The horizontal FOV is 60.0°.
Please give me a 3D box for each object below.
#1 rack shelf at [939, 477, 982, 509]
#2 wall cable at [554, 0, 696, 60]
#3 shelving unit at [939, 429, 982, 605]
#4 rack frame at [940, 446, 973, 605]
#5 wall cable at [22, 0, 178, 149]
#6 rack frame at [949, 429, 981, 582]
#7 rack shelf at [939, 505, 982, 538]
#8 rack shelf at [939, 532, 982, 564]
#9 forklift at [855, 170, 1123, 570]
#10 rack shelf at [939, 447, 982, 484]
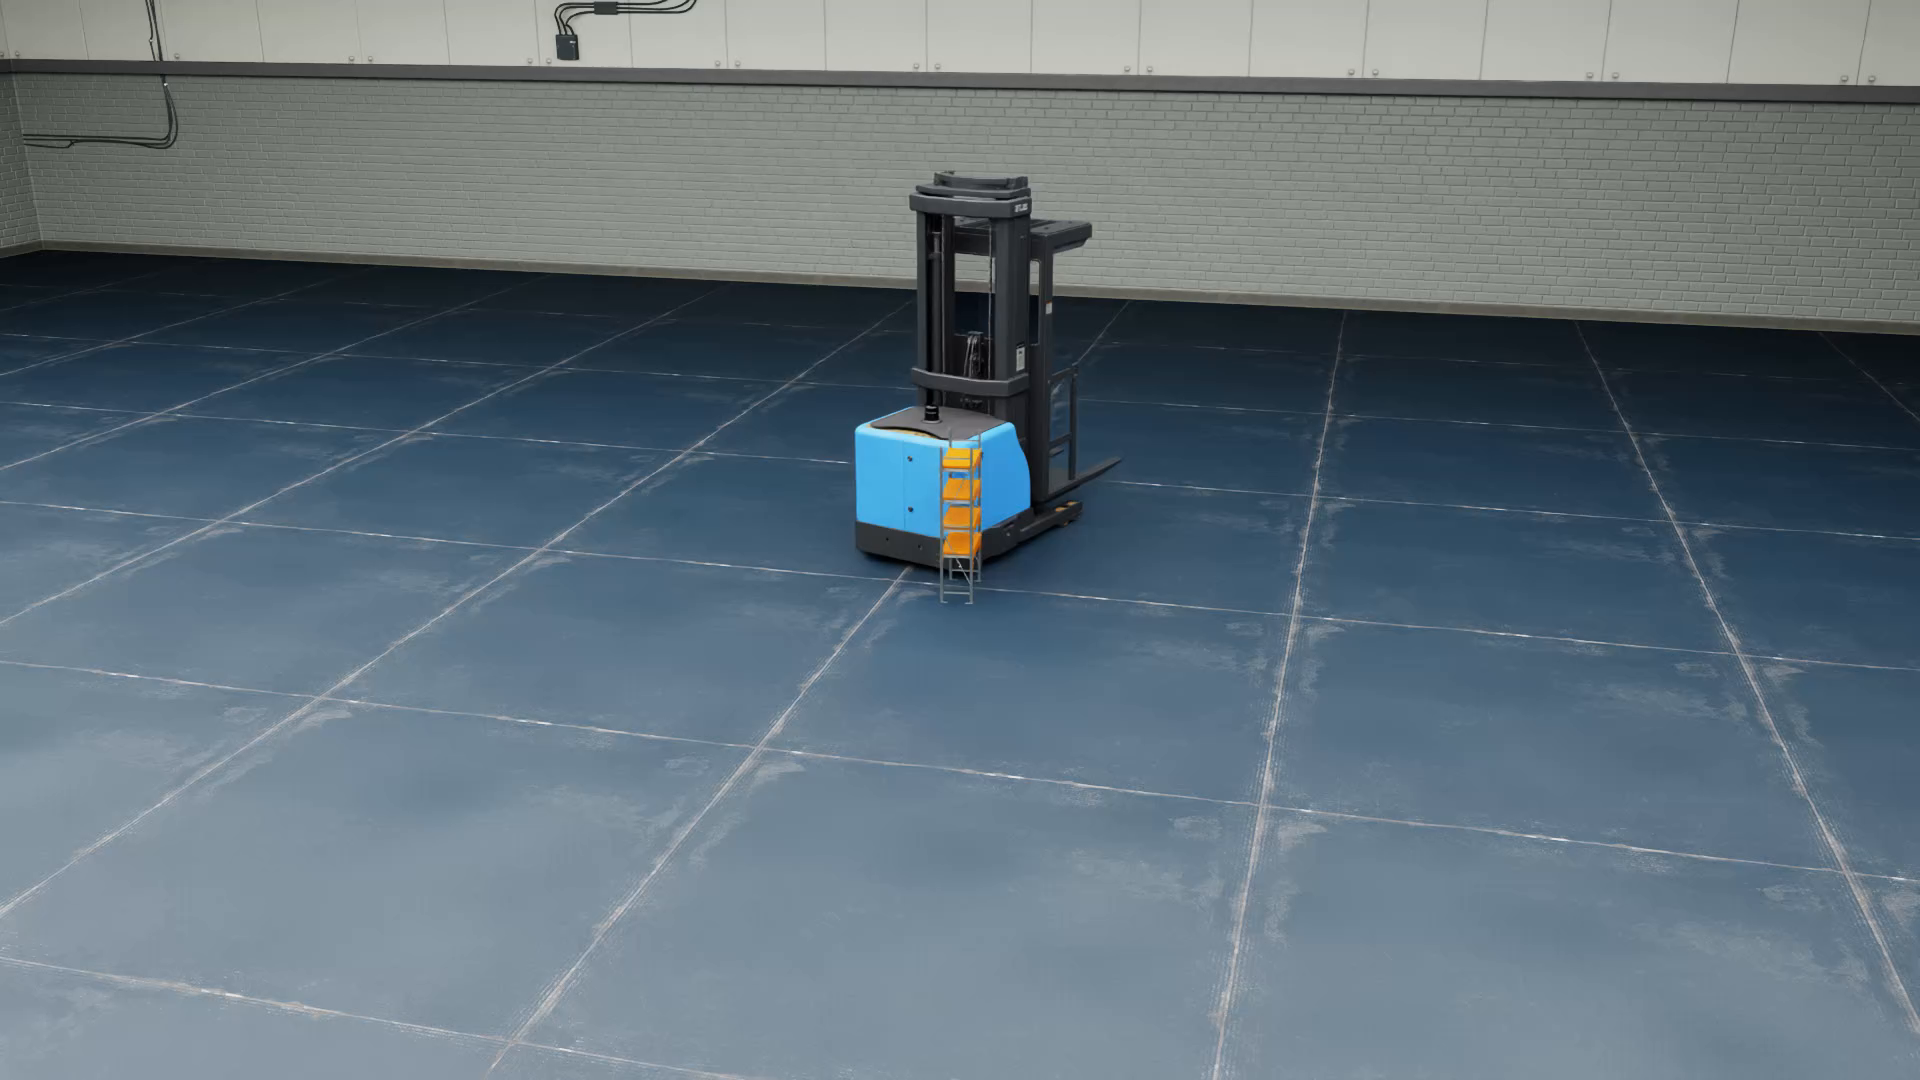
[{"bbox_3d":[0.006,-0.324,12.296,0.258,0.148,0.480,2,19,7],"label":"rack shelf"},{"bbox_3d":[-4.846,-9.887,23.451,2.305,6.003,0.169,5,19,13],"label":"wall cable"},{"bbox_3d":[0.006,-0.176,12.347,0.258,1.200,0.503,2,19,7],"label":"shelving unit"},{"bbox_3d":[-0.026,-0.098,12.118,0.240,1.200,0.015,2,19,7],"label":"rack frame"},{"bbox_3d":[-14.048,-7.563,26.712,3.097,2.526,0.112,5,19,13],"label":"wall cable"},{"bbox_3d":[0.038,-0.254,12.576,0.240,1.200,0.015,2,19,7],"label":"rack frame"},{"bbox_3d":[0.006,-0.112,12.368,0.258,0.148,0.480,2,19,7],"label":"rack shelf"},{"bbox_3d":[0.006,0.076,12.433,0.258,0.148,0.480,2,19,7],"label":"rack shelf"},{"bbox_3d":[0.388,-1.573,13.757,1.130,2.935,3.031,12,22,31],"label":"forklift"},{"bbox_3d":[0.006,-0.548,12.220,0.258,0.148,0.480,2,19,7],"label":"rack shelf"}]
